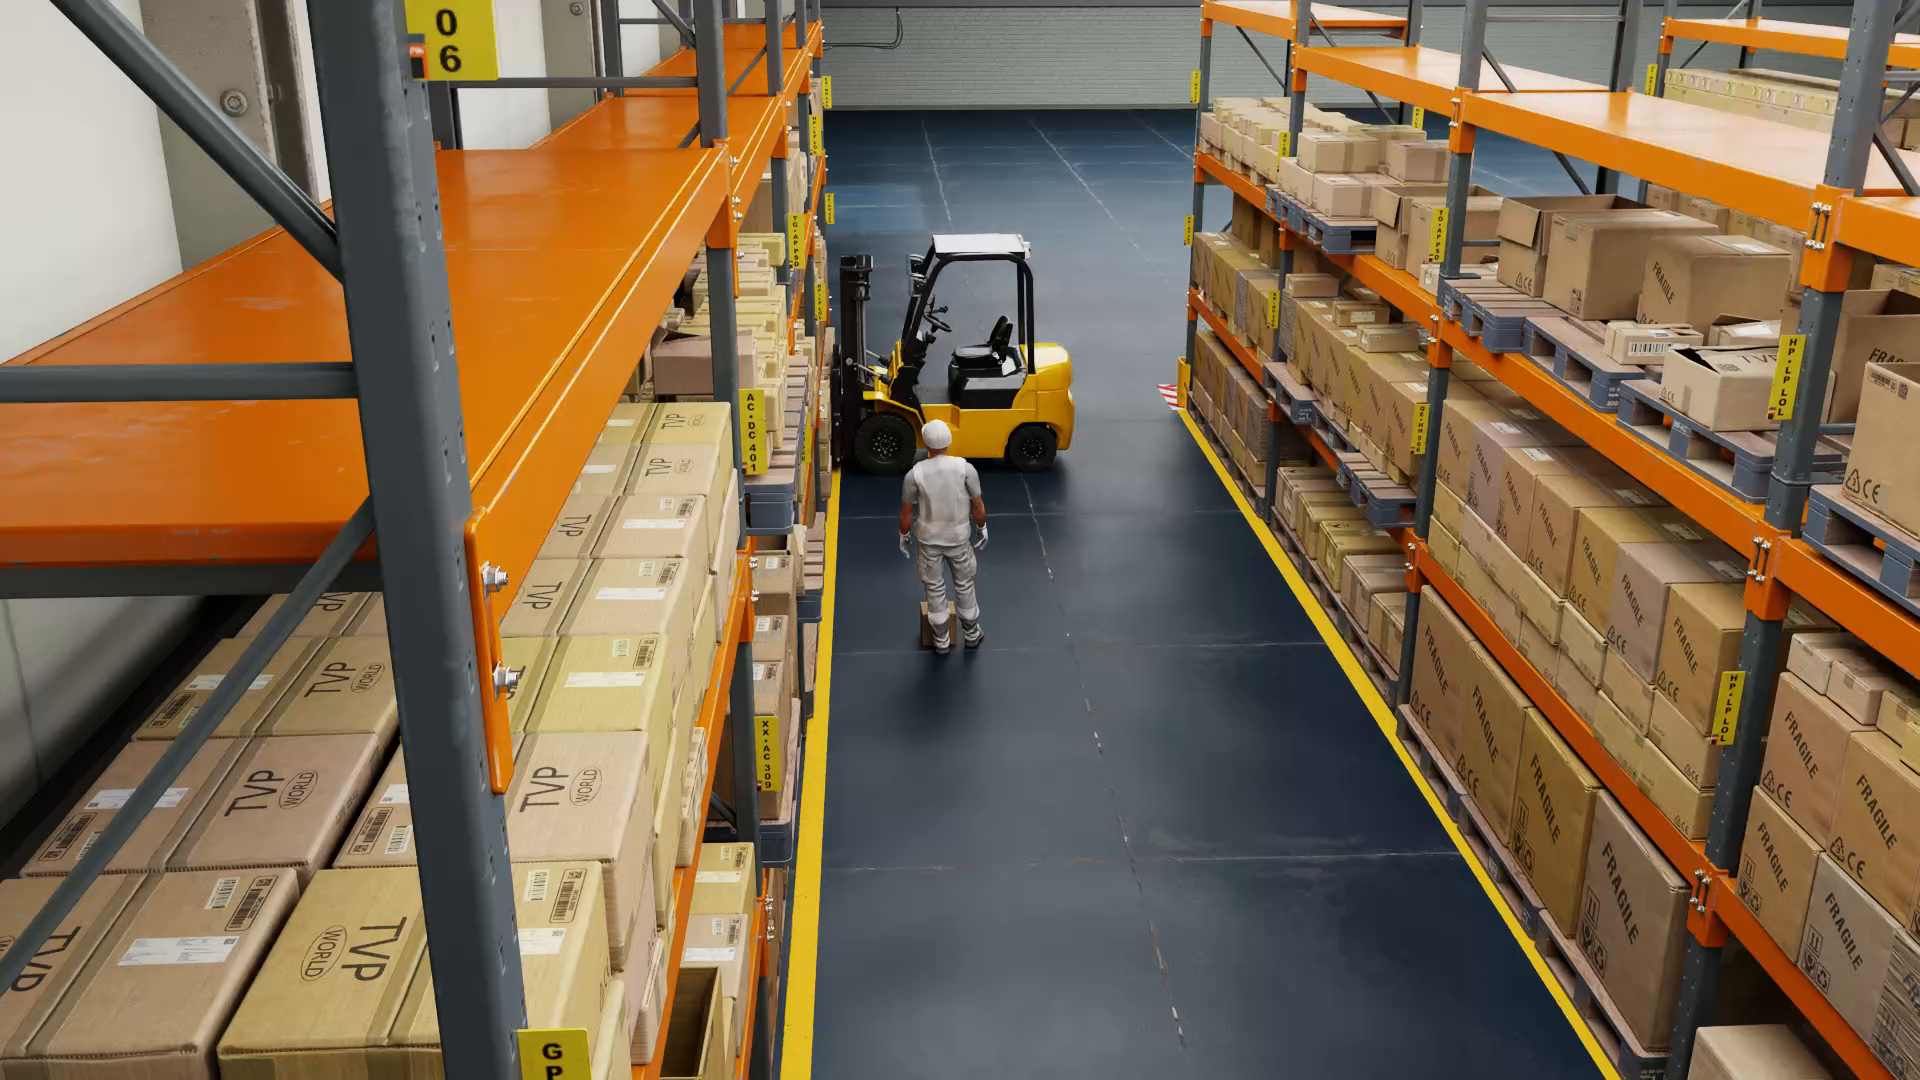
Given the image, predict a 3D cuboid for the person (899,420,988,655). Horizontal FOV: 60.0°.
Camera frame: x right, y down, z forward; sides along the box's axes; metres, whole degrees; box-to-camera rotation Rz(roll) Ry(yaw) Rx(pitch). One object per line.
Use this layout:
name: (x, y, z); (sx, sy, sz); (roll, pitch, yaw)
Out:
person: (-0.119, -0.042, 11.989); (0.637, 1.787, 0.565); (-1, 20, -3)
